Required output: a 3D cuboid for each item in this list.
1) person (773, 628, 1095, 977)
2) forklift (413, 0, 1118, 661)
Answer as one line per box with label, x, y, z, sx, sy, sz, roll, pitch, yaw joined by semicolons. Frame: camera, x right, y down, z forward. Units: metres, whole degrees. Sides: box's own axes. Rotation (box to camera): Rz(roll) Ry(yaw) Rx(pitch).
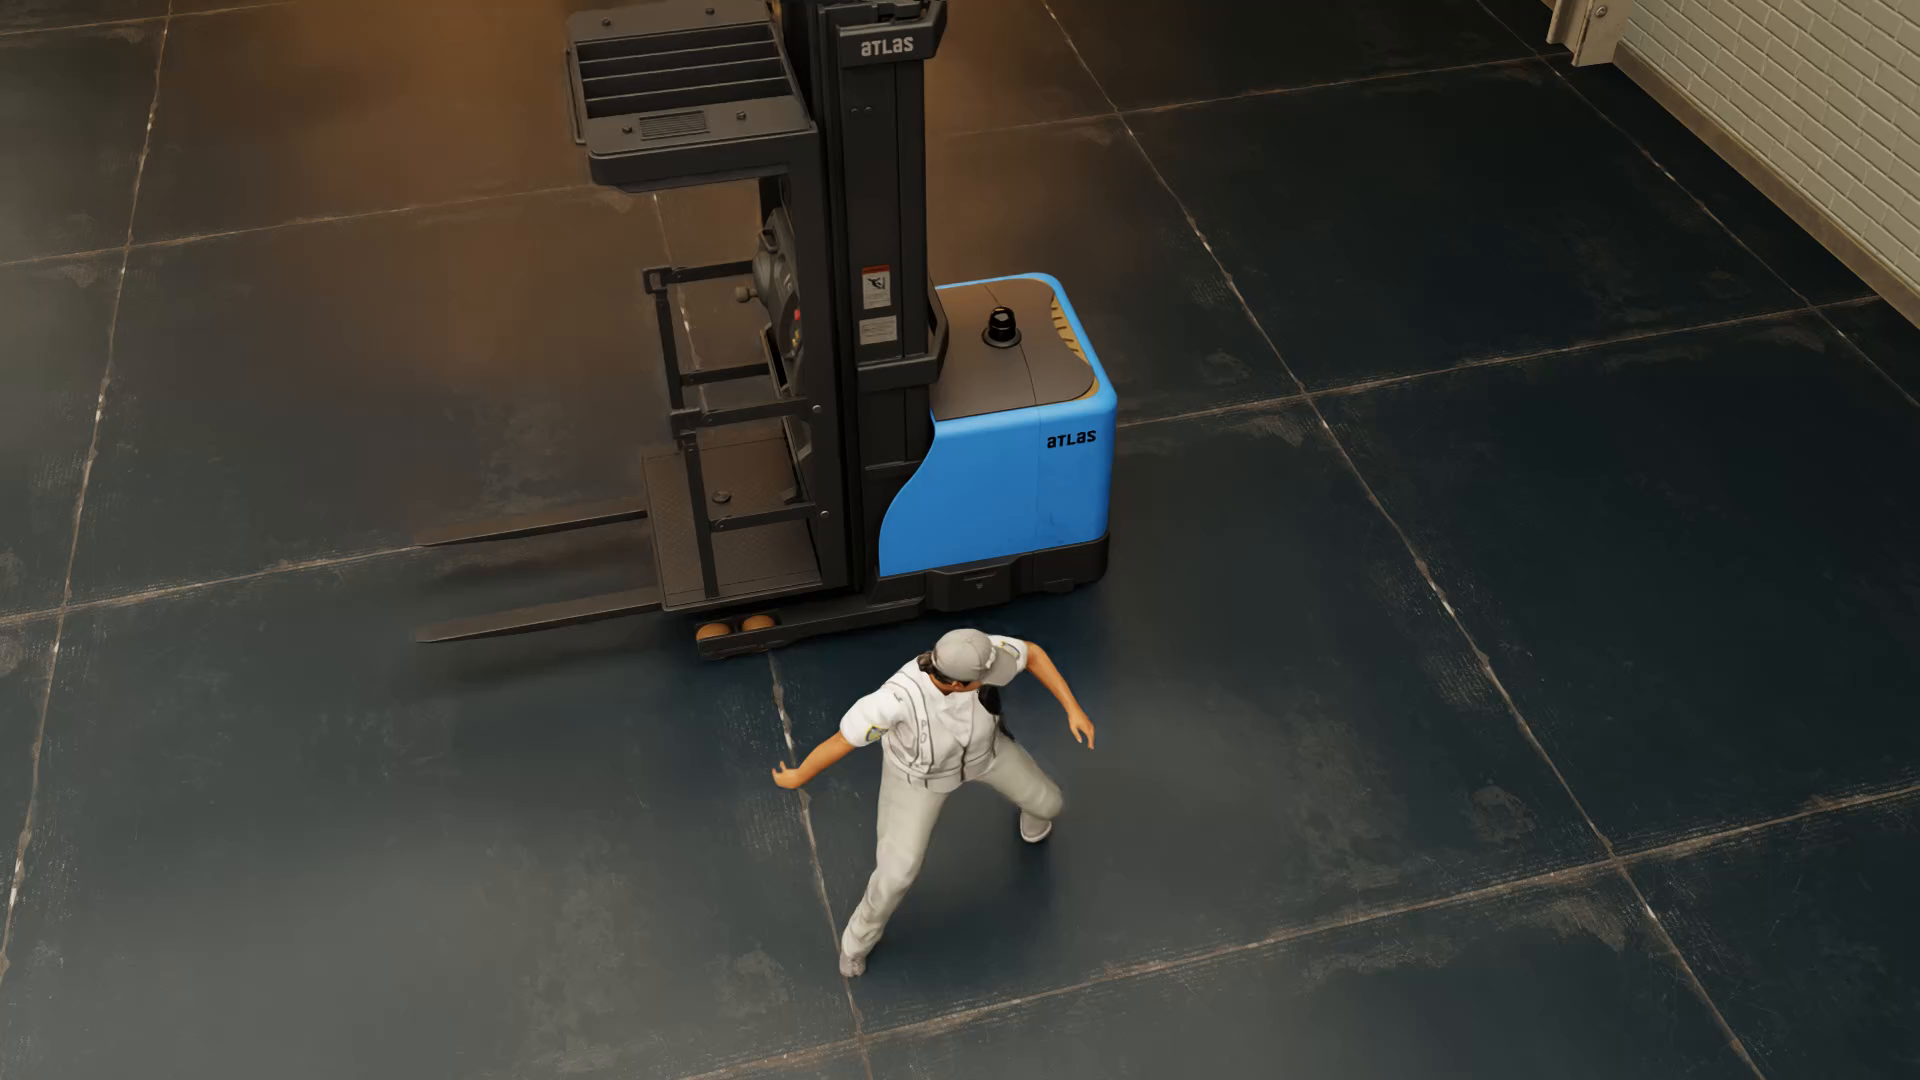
person;-0.080;0.837;5.875;1.077;1.611;0.530;-18;46;-18
forklift;-0.906;-0.946;6.646;3.031;2.935;1.130;-10;44;-10
